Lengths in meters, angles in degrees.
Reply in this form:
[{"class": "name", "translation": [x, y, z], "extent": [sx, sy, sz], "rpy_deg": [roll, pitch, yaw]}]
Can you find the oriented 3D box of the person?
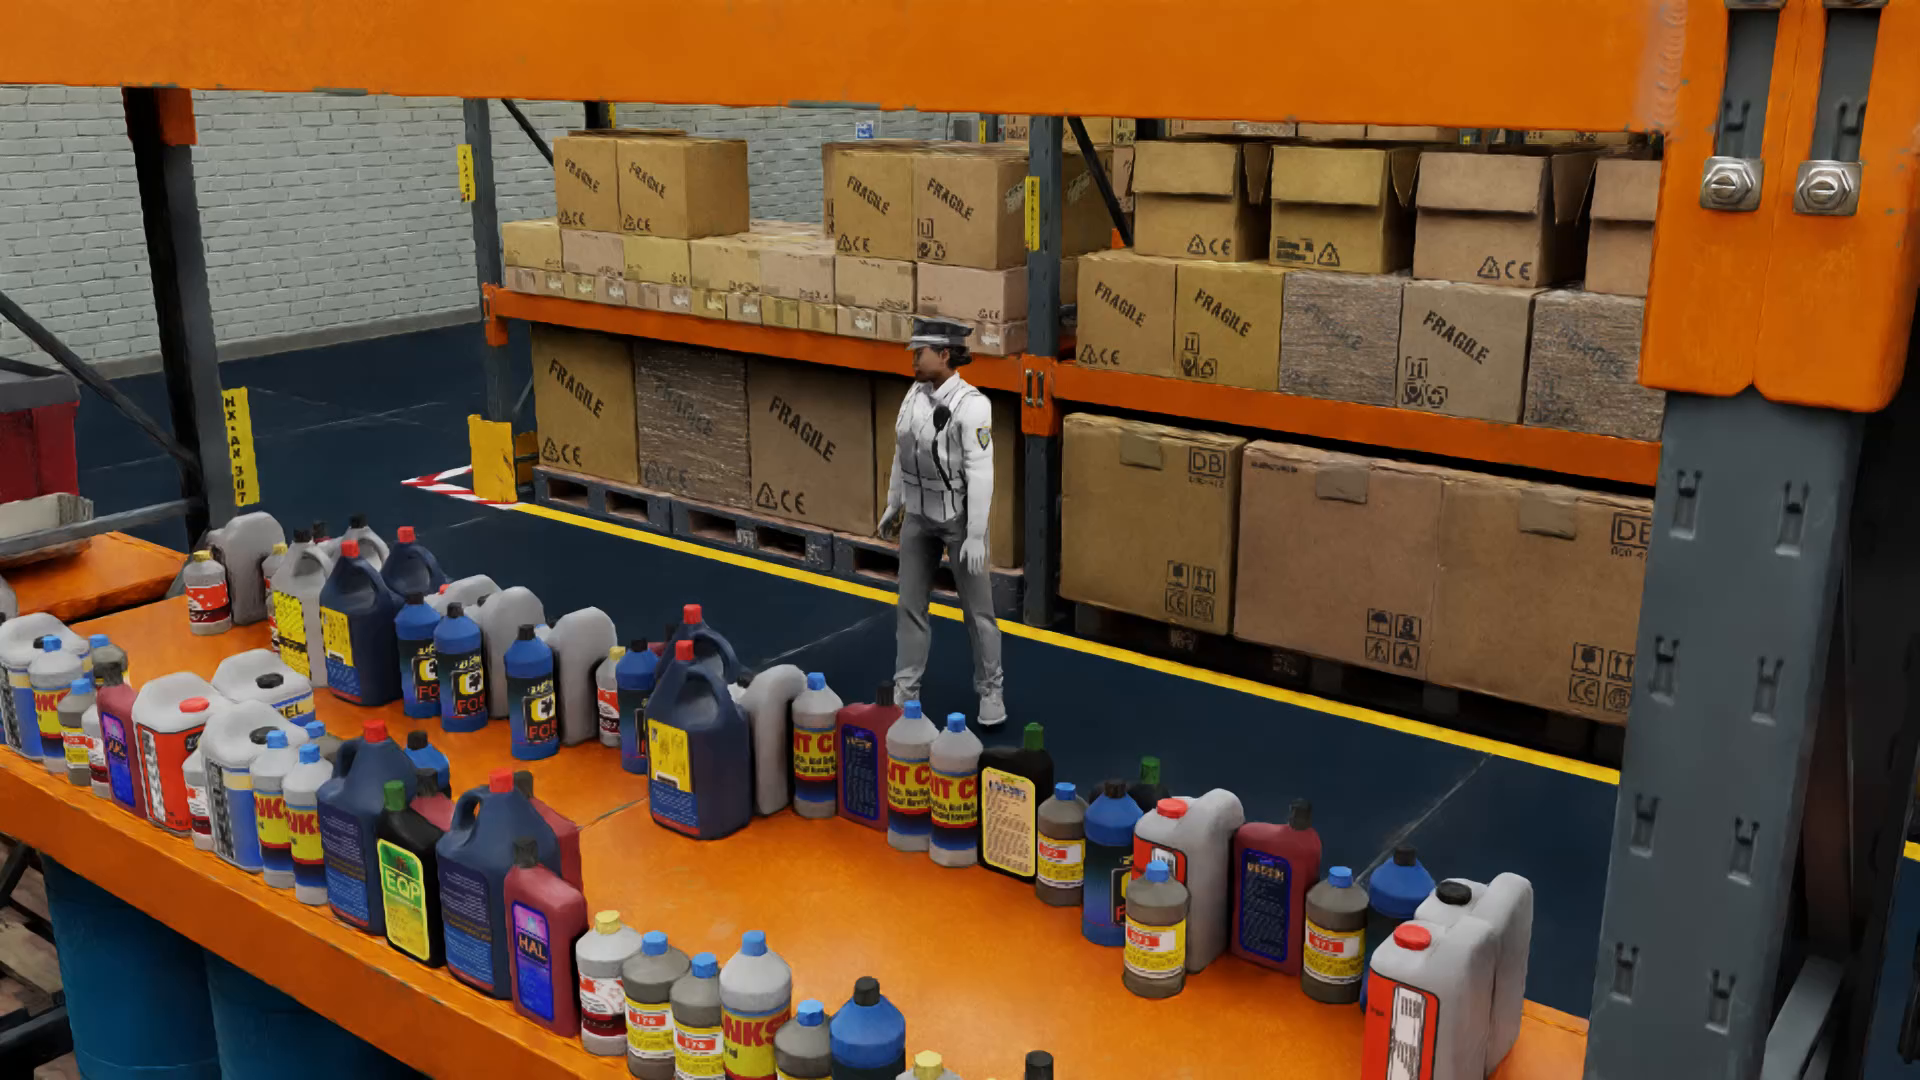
[{"class": "person", "translation": [-0.115, -0.075, 6.685], "extent": [0.600, 1.668, 0.553], "rpy_deg": [14, 22, 40]}]
